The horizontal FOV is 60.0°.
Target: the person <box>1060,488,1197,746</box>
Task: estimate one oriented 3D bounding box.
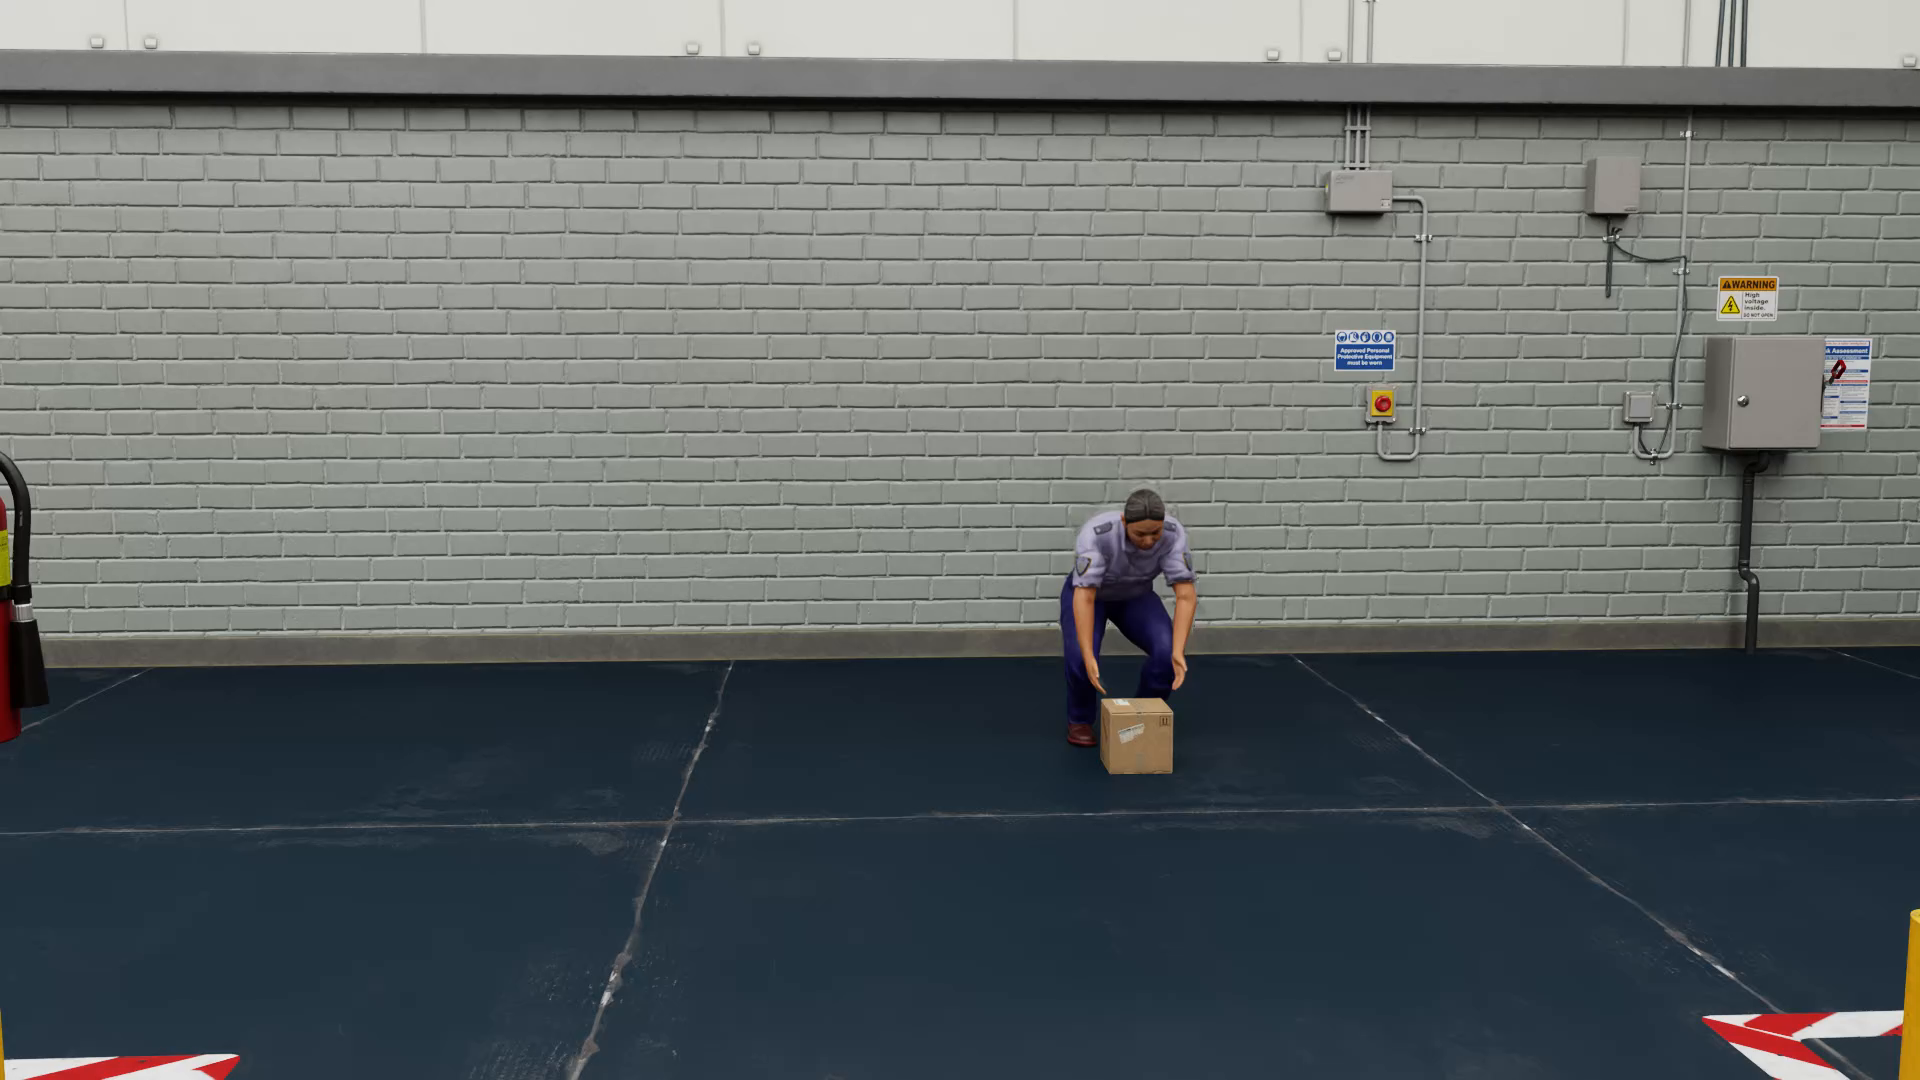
[{"bbox_3d":[0.694,0.313,6.985,0.538,1.114,0.770,0,7,-4],"label":"person"}]
